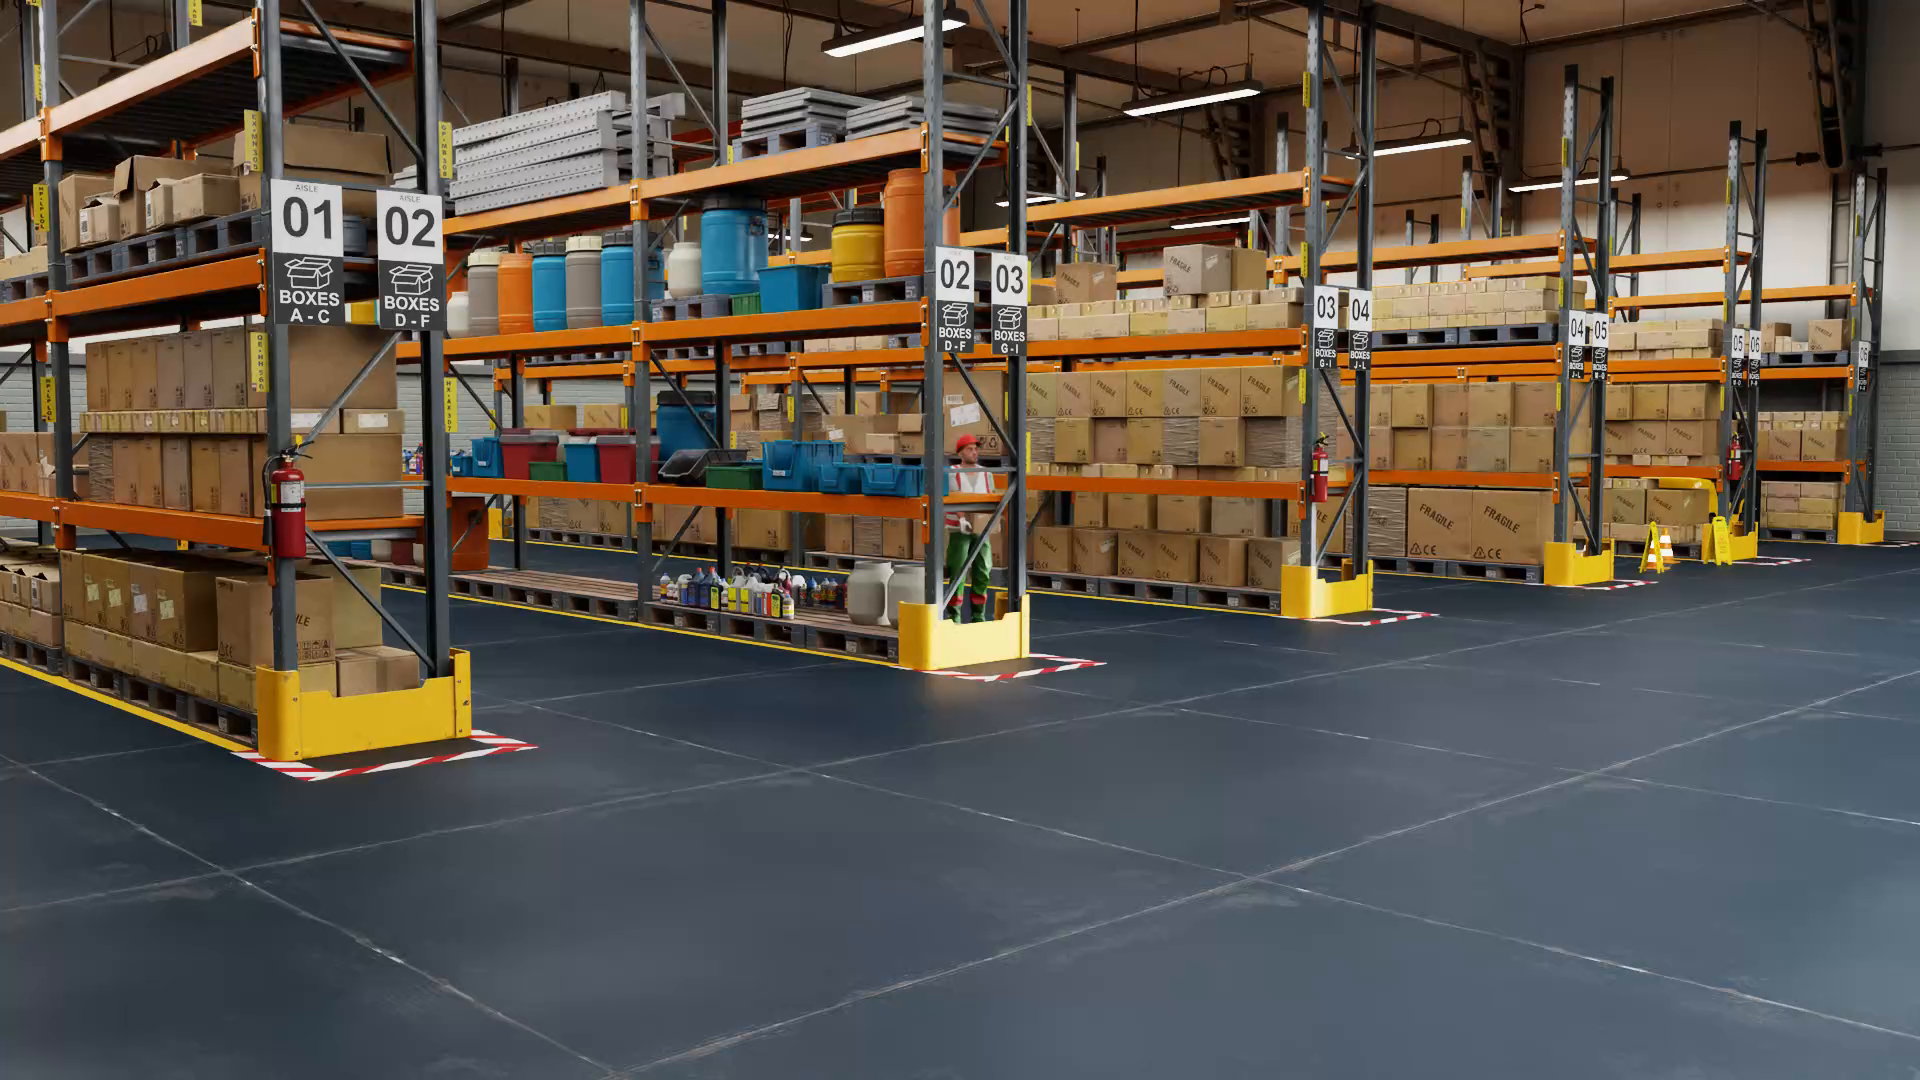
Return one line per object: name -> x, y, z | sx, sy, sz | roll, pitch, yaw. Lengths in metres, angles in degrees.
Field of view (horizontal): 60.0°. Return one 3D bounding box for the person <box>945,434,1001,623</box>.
person -> 0.125, -0.051, 14.837 | 0.494, 1.782, 0.560 | -2, 4, -24
